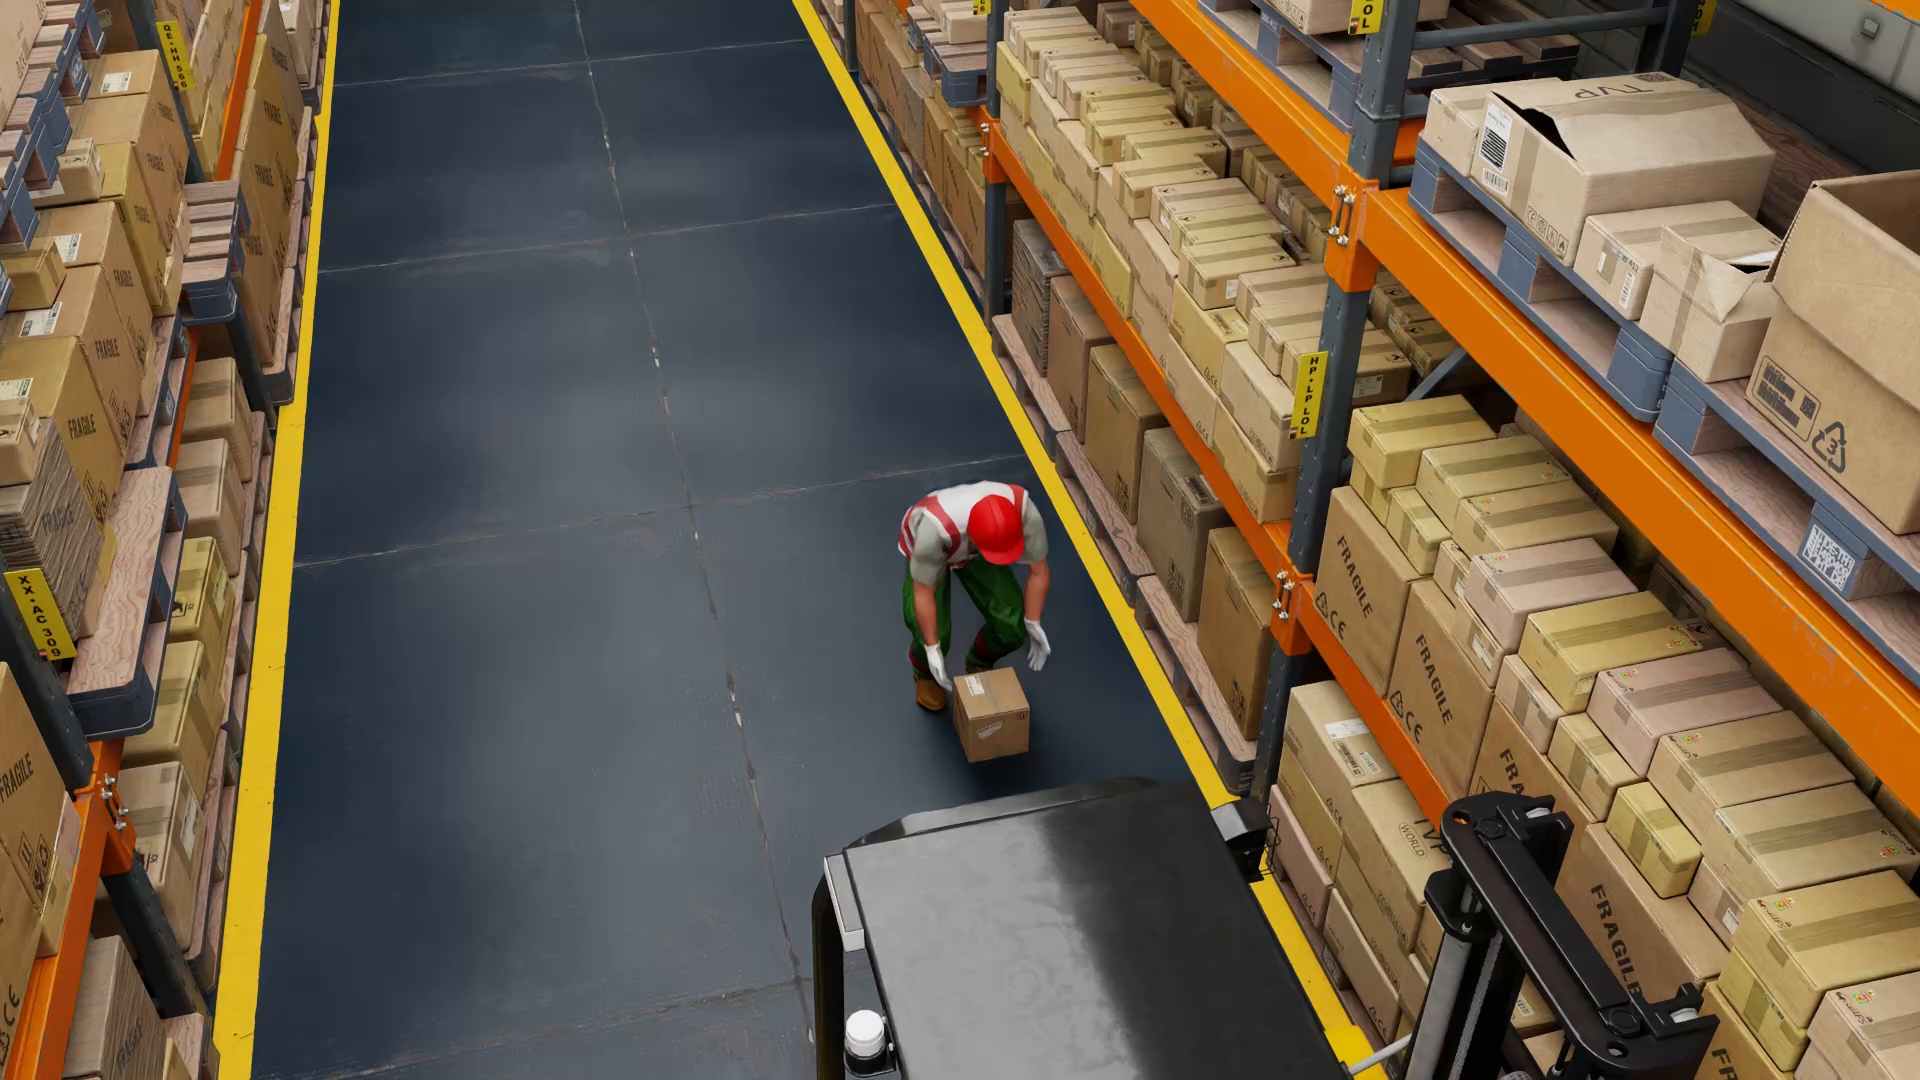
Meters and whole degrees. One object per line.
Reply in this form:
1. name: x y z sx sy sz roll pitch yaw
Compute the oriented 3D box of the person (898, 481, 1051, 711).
1. person: 0.054 0.182 6.887 0.586 1.267 0.825 -9 39 -12
